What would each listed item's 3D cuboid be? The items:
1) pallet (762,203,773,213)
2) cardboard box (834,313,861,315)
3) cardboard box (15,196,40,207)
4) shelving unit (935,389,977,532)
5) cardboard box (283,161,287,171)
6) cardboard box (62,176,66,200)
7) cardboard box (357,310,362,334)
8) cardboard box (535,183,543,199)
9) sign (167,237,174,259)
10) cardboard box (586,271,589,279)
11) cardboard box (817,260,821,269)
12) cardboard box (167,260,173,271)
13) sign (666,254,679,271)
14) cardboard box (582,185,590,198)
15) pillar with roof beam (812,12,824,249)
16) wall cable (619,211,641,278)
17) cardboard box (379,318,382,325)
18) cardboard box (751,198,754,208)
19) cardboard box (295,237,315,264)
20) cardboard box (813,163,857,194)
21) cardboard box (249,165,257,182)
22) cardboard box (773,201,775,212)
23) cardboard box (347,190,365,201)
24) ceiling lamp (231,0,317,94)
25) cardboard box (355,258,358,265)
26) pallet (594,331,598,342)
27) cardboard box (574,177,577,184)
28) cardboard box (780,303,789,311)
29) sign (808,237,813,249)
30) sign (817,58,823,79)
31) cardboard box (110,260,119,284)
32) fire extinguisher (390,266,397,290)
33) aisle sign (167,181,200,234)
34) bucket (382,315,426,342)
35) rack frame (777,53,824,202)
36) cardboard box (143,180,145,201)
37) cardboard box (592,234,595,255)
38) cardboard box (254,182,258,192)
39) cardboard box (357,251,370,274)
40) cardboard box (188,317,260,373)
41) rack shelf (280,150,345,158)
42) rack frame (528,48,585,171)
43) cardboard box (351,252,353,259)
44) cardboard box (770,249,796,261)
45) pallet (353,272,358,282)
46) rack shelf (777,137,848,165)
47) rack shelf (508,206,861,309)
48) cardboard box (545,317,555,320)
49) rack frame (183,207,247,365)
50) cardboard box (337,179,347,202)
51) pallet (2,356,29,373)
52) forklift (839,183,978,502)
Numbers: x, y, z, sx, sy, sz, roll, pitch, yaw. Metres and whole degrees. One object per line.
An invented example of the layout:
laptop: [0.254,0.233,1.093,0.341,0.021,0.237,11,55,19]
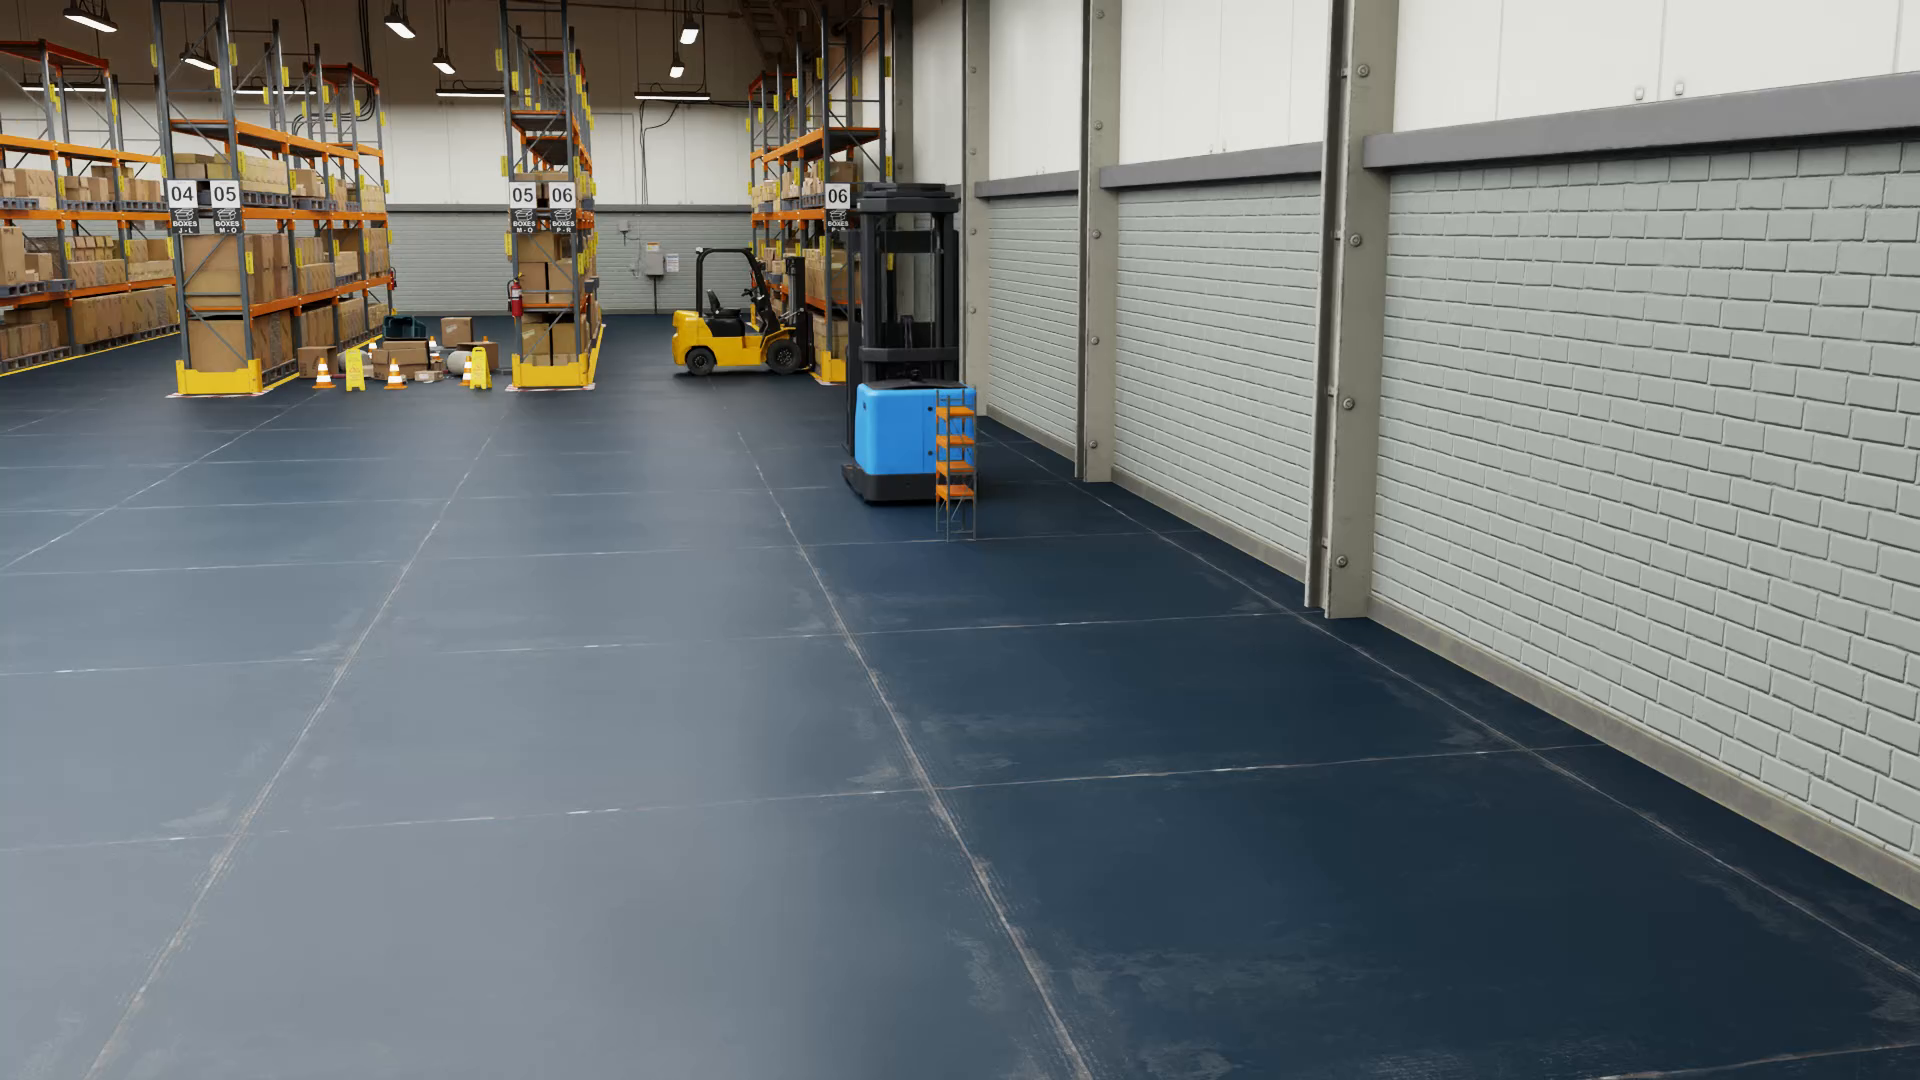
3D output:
pallet: [-3.782,-7.408,37.074,1.213,0.211,1.003,-2,11,-11]
cardboard box: [-2.004,-3.949,29.980,0.500,0.250,0.500,-2,11,-11]
cardboard box: [-17.318,-6.202,30.640,0.500,0.250,0.500,-2,11,-9]
shelving unit: [-0.033,-0.621,13.749,0.258,1.200,0.492,-2,11,-11]
cardboard box: [-11.809,-6.433,28.602,0.380,0.149,0.250,-2,11,-11]
cardboard box: [-18.299,-7.057,33.337,0.500,0.500,0.500,-2,11,-8]
cardboard box: [-13.258,-4.717,36.017,0.500,0.500,0.500,-2,11,-12]
cardboard box: [-6.942,-5.587,26.609,0.500,0.250,0.500,-2,11,-12]
sign: [-11.949,-4.426,25.198,0.100,0.325,0.005,-2,11,-11]
cardboard box: [-7.380,-5.126,32.155,0.380,0.149,0.250,-2,11,-9]
cardboard box: [-2.257,-4.748,28.616,0.380,0.149,0.250,-2,11,-13]
cardboard box: [-19.057,-6.524,39.556,0.500,0.250,0.500,-2,11,-12]
sign: [-8.277,-7.983,47.872,0.329,0.494,0.001,-2,11,-11]
cardboard box: [-7.077,-6.418,30.650,0.500,0.250,0.500,-2,11,-13]
pillar with roof beam: [-7.518,-9.290,38.437,9.100,9.000,0.400,-2,11,-11]
wall cable: [-9.421,-8.477,47.496,0.588,1.984,0.122,-2,11,-11]
cardboard box: [-13.898,-5.174,39.361,0.380,0.149,0.250,-2,11,-10]
cardboard box: [-5.004,-8.527,42.058,0.508,0.250,0.508,-2,11,-11]
cardboard box: [-12.691,-5.496,31.609,0.700,0.500,0.500,-2,11,-12]
cardboard box: [-2.137,-6.180,28.462,0.700,0.500,0.500,-2,11,-11]
cardboard box: [-11.357,-5.750,26.079,0.512,0.250,0.512,-2,11,-10]
cardboard box: [-3.800,-7.274,36.271,0.500,0.250,0.500,-2,11,-11]
cardboard box: [-13.607,-7.701,37.179,0.500,0.250,0.500,-2,11,-9]
ceiling lamp: [-17.446,-12.930,41.950,2.000,3.185,0.800,-2,11,-11]
cardboard box: [-13.477,-6.122,36.593,0.380,0.149,0.250,-2,11,-9]
pallet: [-8.448,-4.425,36.379,1.003,0.211,1.213,-2,11,-11]
cardboard box: [-6.476,-5.914,27.261,0.380,0.149,0.250,-2,11,-11]
cardboard box: [-3.694,-5.032,35.941,0.380,0.149,0.250,-3,11,-14]
sign: [-3.501,-6.928,38.978,0.100,0.325,0.005,-2,11,-11]
sign: [-2.245,-7.566,26.668,0.100,0.325,0.005,-2,11,-11]
cardboard box: [-18.185,-5.679,35.246,0.500,0.500,0.500,-2,11,-9]
fire extinguisher: [-14.123,-6.534,41.210,0.296,0.674,0.183,-2,11,-11]
aisle sign: [-11.695,-5.011,25.050,0.394,0.787,0.004,-2,11,-11]
bucket: [-9.904,-3.689,29.747,0.726,0.611,0.620,2,1,9]
rack frame: [-3.266,-8.552,34.562,1.000,3.000,0.127,-2,11,-11]
cardboard box: [-19.118,-8.015,38.103,0.700,0.500,0.500,-3,11,-15]
cardboard box: [-9.140,-7.166,40.383,0.500,0.500,0.500,-2,11,-11]
cardboard box: [-11.315,-5.577,26.236,0.380,0.149,0.250,-2,11,-11]
cardboard box: [-13.598,-6.254,37.470,0.500,0.500,0.500,-2,11,-12]
cardboard box: [-11.611,-3.043,26.219,0.875,0.875,0.875,-2,11,-11]
rack shelf: [-13.359,-8.085,34.580,0.919,0.124,3.809,-2,11,-11]
rack frame: [-8.135,-8.371,33.610,1.000,3.000,0.127,-2,11,-11]
cardboard box: [-13.377,-6.171,36.053,0.380,0.149,0.250,-2,11,-13]
cardboard box: [-3.765,-6.155,36.611,0.797,0.503,0.637,-2,11,-12]
pallet: [-13.742,-5.719,36.236,1.003,0.211,1.213,-2,11,-11]
rack shelf: [-2.877,-7.635,32.739,1.077,0.370,4.000,-2,11,-11]
rack shelf: [-4.593,-4.903,28.758,5.918,1.649,4.000,-2,11,-11]
cardboard box: [-19.041,-3.332,25.801,24.622,1.100,3.145,-2,11,-8]
rack frame: [-11.418,-3.758,25.418,0.949,2.616,0.053,-2,11,-11]
cardboard box: [-13.783,-7.614,36.267,0.700,0.500,0.500,-2,11,-11]
pallet: [-17.230,-3.103,29.434,1.003,0.211,1.213,-2,11,-11]
forklift: [-0.595,-2.019,16.467,1.130,2.935,3.031,-2,11,-10]
